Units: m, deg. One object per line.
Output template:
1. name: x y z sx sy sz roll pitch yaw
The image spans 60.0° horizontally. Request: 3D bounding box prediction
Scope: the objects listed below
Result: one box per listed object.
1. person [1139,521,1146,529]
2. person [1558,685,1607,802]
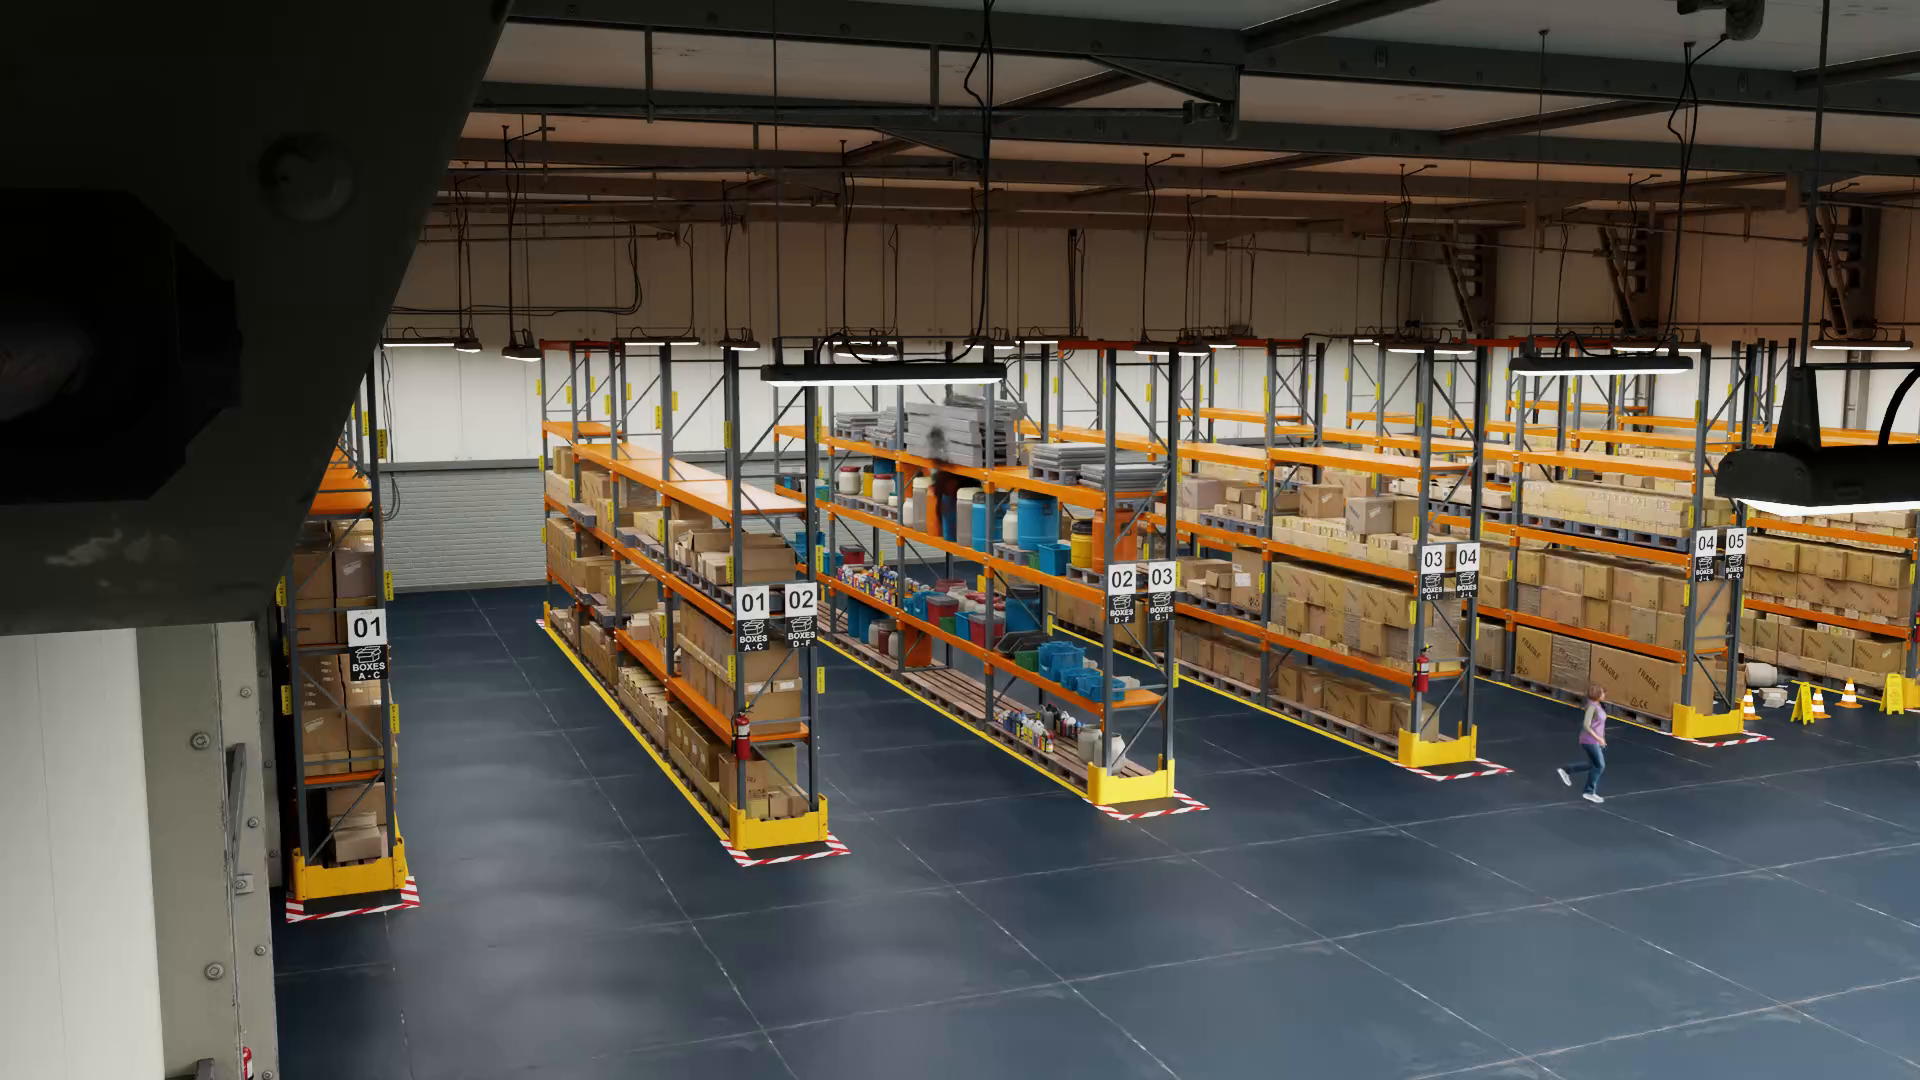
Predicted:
1. person: 4.241 0.406 39.077 0.699 1.730 0.788 0 7 4
2. person: 8.307 2.690 22.176 0.603 1.588 0.548 3 8 23
